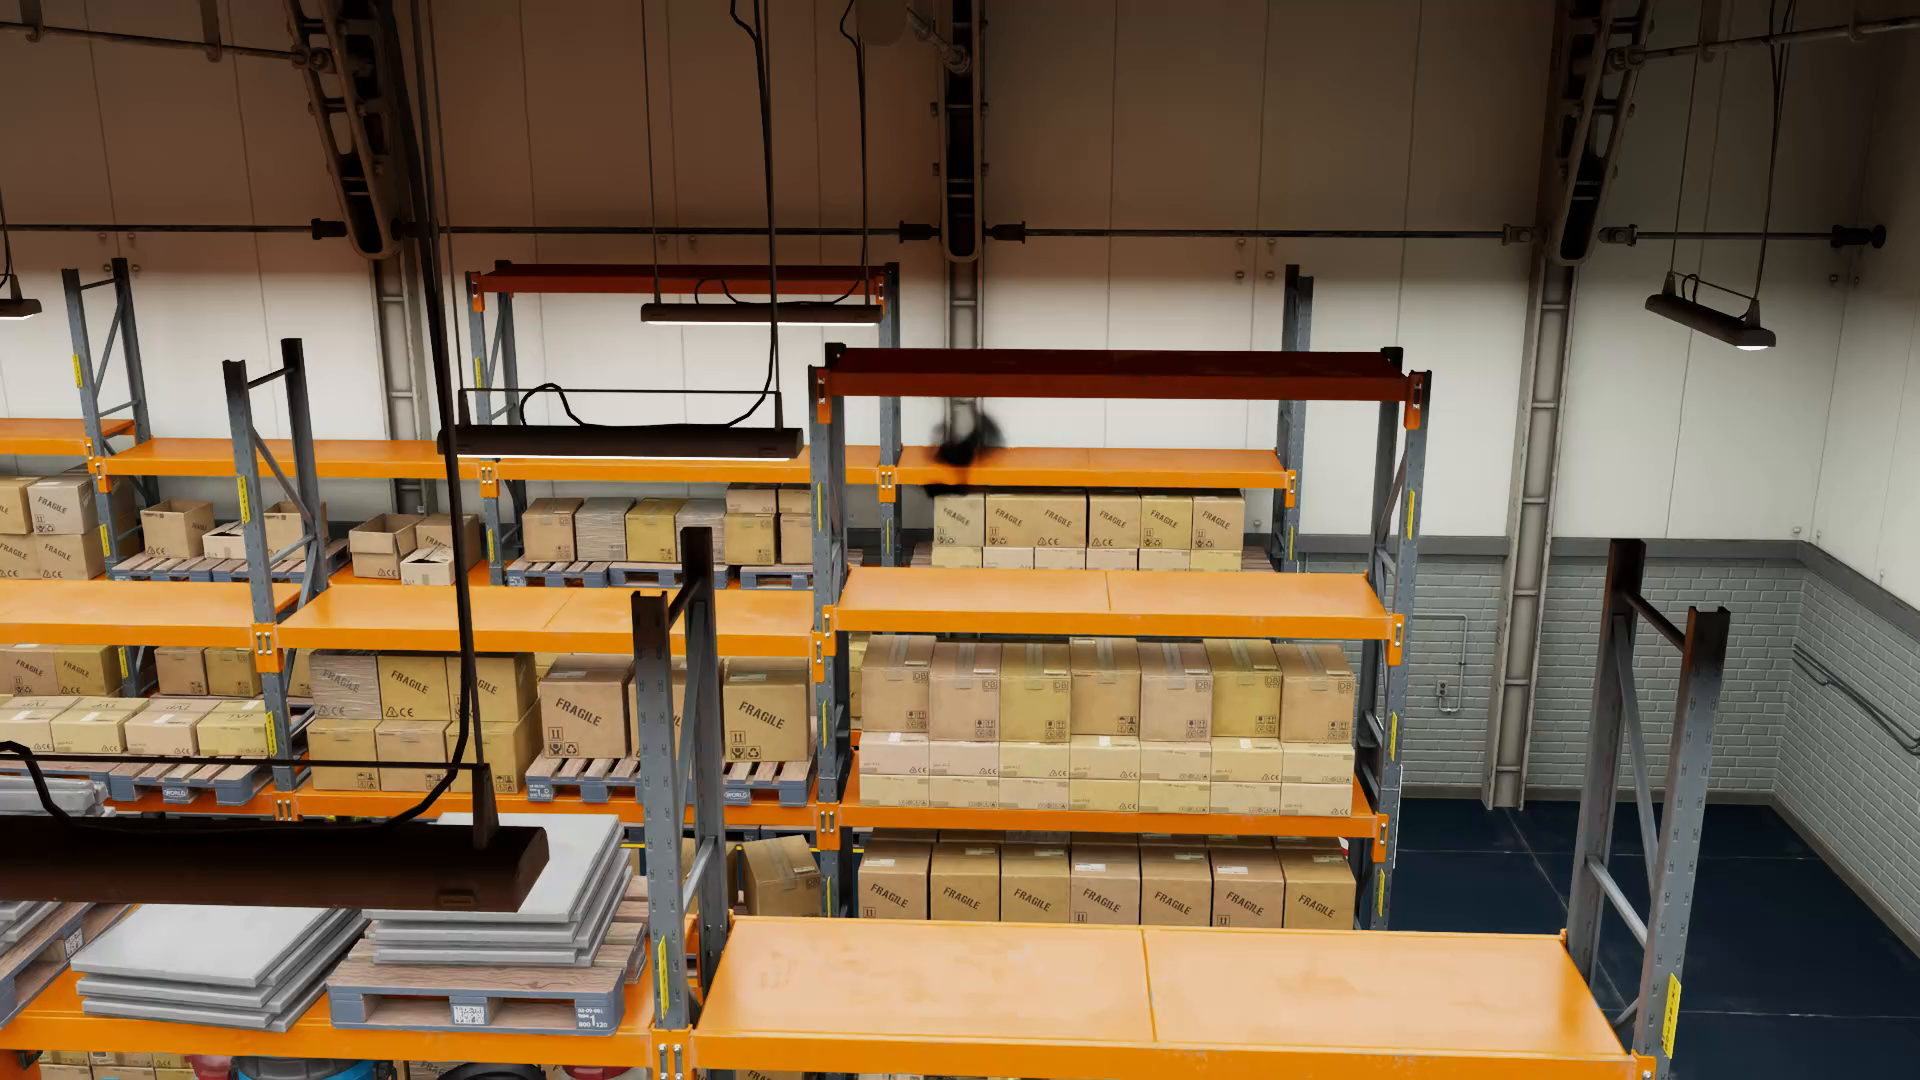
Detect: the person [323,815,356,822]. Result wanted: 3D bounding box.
[{"bbox_3d":[-5.457,3.128,14.761,0.582,1.723,0.700,1,16,4],"label":"person"}]
